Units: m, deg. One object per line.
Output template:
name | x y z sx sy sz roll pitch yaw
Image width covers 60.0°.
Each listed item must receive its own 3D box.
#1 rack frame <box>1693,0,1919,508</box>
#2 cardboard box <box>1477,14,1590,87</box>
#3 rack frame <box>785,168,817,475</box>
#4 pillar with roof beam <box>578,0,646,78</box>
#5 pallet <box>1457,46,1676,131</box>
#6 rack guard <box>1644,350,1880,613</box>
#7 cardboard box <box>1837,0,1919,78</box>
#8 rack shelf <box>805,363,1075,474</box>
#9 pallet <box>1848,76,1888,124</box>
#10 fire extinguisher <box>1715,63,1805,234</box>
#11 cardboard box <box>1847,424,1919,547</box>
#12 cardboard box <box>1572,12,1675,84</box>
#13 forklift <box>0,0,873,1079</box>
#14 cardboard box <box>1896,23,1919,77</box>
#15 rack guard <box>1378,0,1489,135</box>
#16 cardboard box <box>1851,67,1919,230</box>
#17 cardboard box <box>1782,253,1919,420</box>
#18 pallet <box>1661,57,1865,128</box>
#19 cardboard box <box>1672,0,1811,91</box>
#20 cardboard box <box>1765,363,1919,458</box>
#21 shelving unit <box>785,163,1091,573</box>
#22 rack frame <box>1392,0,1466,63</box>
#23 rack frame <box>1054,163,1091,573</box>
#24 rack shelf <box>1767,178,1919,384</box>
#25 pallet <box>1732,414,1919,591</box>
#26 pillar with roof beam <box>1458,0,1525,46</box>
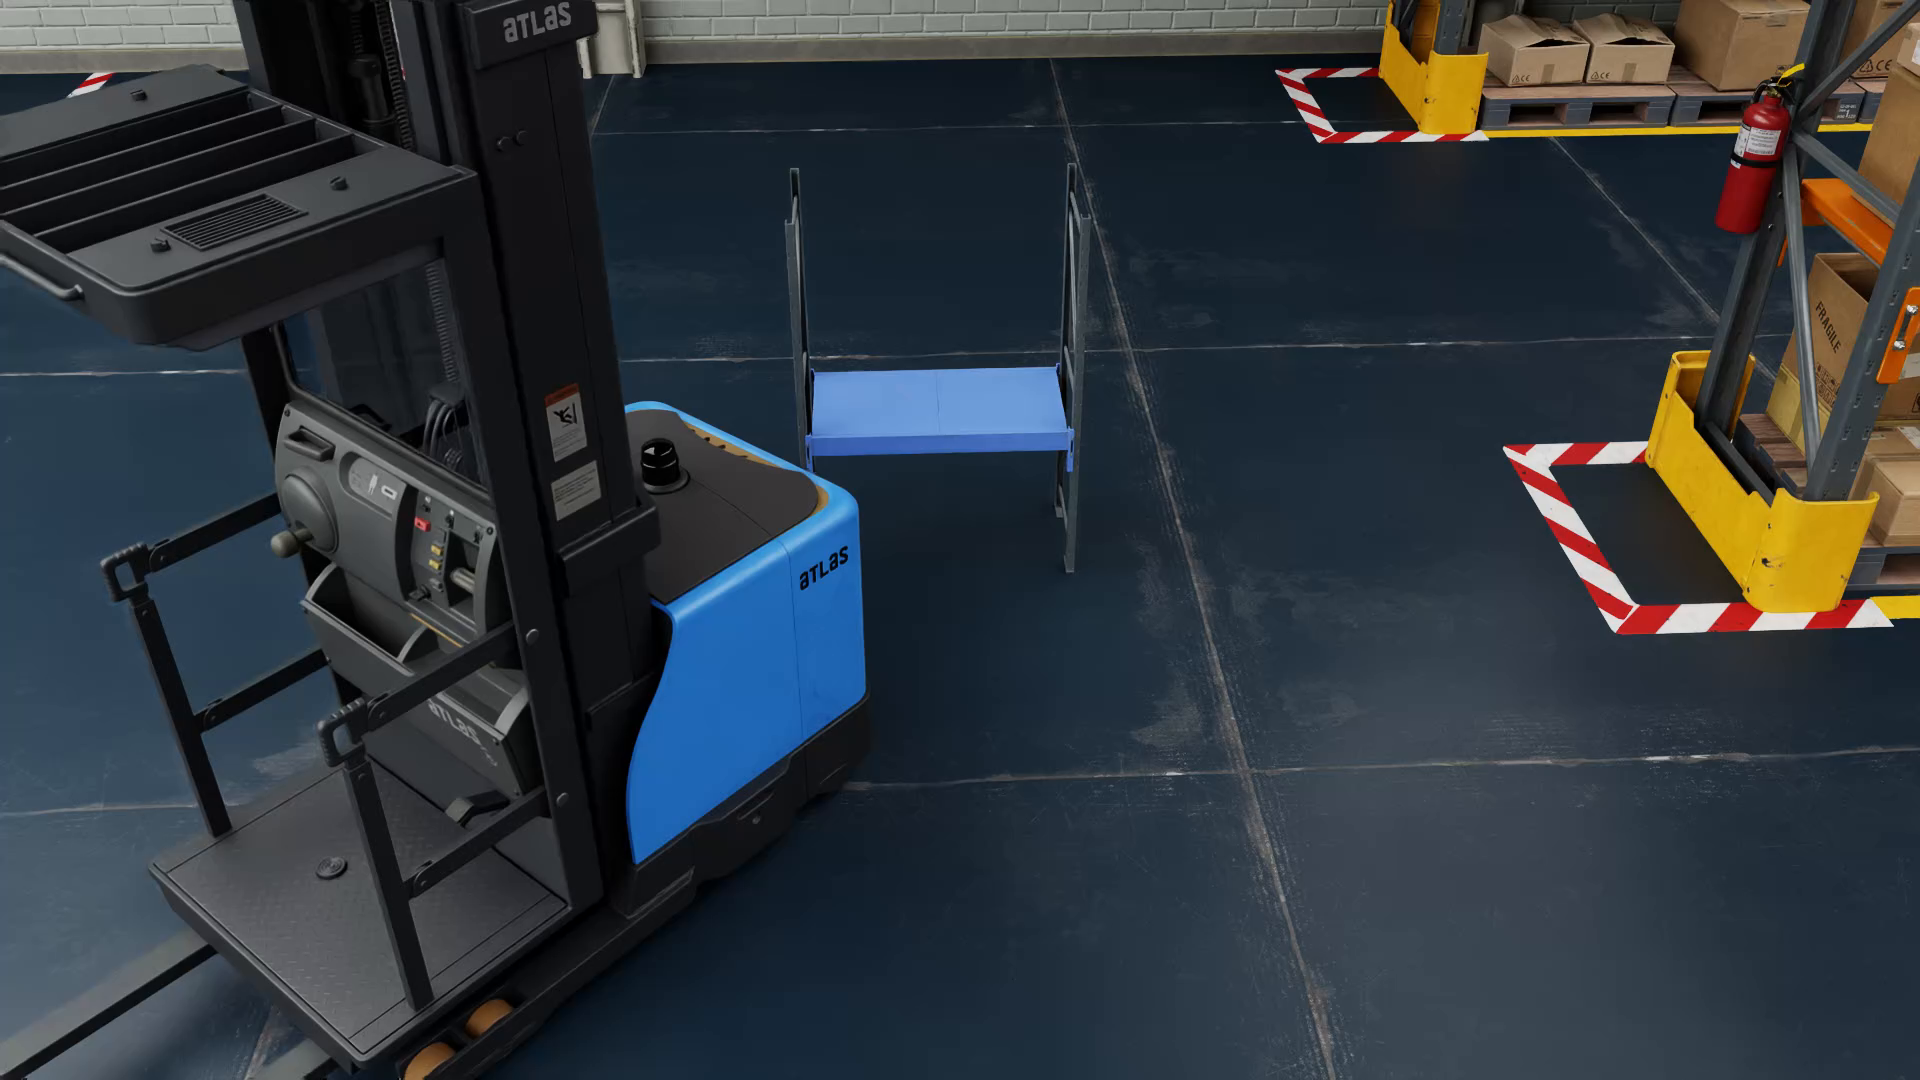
rack frame | 3.209 -1.290 5.978 0.127 3.000 1.000 -2 35 -2
cardboard box | 3.666 -3.149 10.640 0.500 0.311 0.500 -5 35 -8
rack frame | -0.593 -0.601 6.300 0.032 1.500 0.500 -2 35 -2
pillar with roof beam | -2.161 -4.474 5.308 0.400 9.000 9.100 -2 35 -2
pallet | 3.859 -2.963 10.846 1.213 0.211 1.003 -2 35 -2
rack guard | 3.185 -0.261 6.689 0.348 0.500 1.175 -2 35 -2
cardboard box | 5.931 -3.316 10.715 0.500 0.500 0.500 -4 35 -6
rack shelf | -0.085 -0.467 6.422 1.000 0.185 0.538 -2 35 -2
pallet | 6.297 -3.029 10.941 1.213 0.211 1.003 -2 35 -2
fire extinguisher | 3.068 -1.519 6.377 0.183 0.674 0.296 -2 35 -2
cardboard box | 3.755 -0.220 6.479 0.500 0.250 0.500 -2 35 -2
cardboard box | 4.235 -3.164 10.662 0.500 0.311 0.500 1 35 2
forklift | -1.624 0.009 4.162 1.130 2.935 3.031 25 42 32
cardboard box | 3.581 -1.716 5.937 0.250 0.149 0.380 -2 35 -3
rack guard | 3.046 -3.080 10.761 0.348 0.500 1.175 -2 35 -2
cardboard box | 3.675 -1.336 5.957 0.500 0.500 0.700 -2 35 -2
cardboard box | 3.730 -0.824 6.693 0.500 0.500 0.500 -2 35 -2
pallet | 5.075 -2.994 10.891 1.213 0.211 1.003 -2 35 -2
cardboard box | 4.970 -3.233 10.596 0.500 0.500 0.700 -4 35 -5
cardboard box | 3.730 -0.514 6.905 0.500 0.250 0.500 -2 35 -2
shelving unit | -0.085 -0.614 6.320 1.048 1.500 0.538 -2 35 -2
rack frame | 2.970 -4.106 10.047 0.127 3.000 1.000 -2 35 -2
rack frame | 0.423 -0.628 6.340 0.032 1.500 0.500 -2 35 -2
rack shelf | 5.206 -1.048 6.261 4.000 0.370 1.077 -2 35 -2
pallet | 3.970 -0.188 6.836 1.213 0.211 1.003 -2 35 -2
pillar with roof beam | 3.832 -4.636 5.541 0.400 9.000 9.100 -2 35 -2
